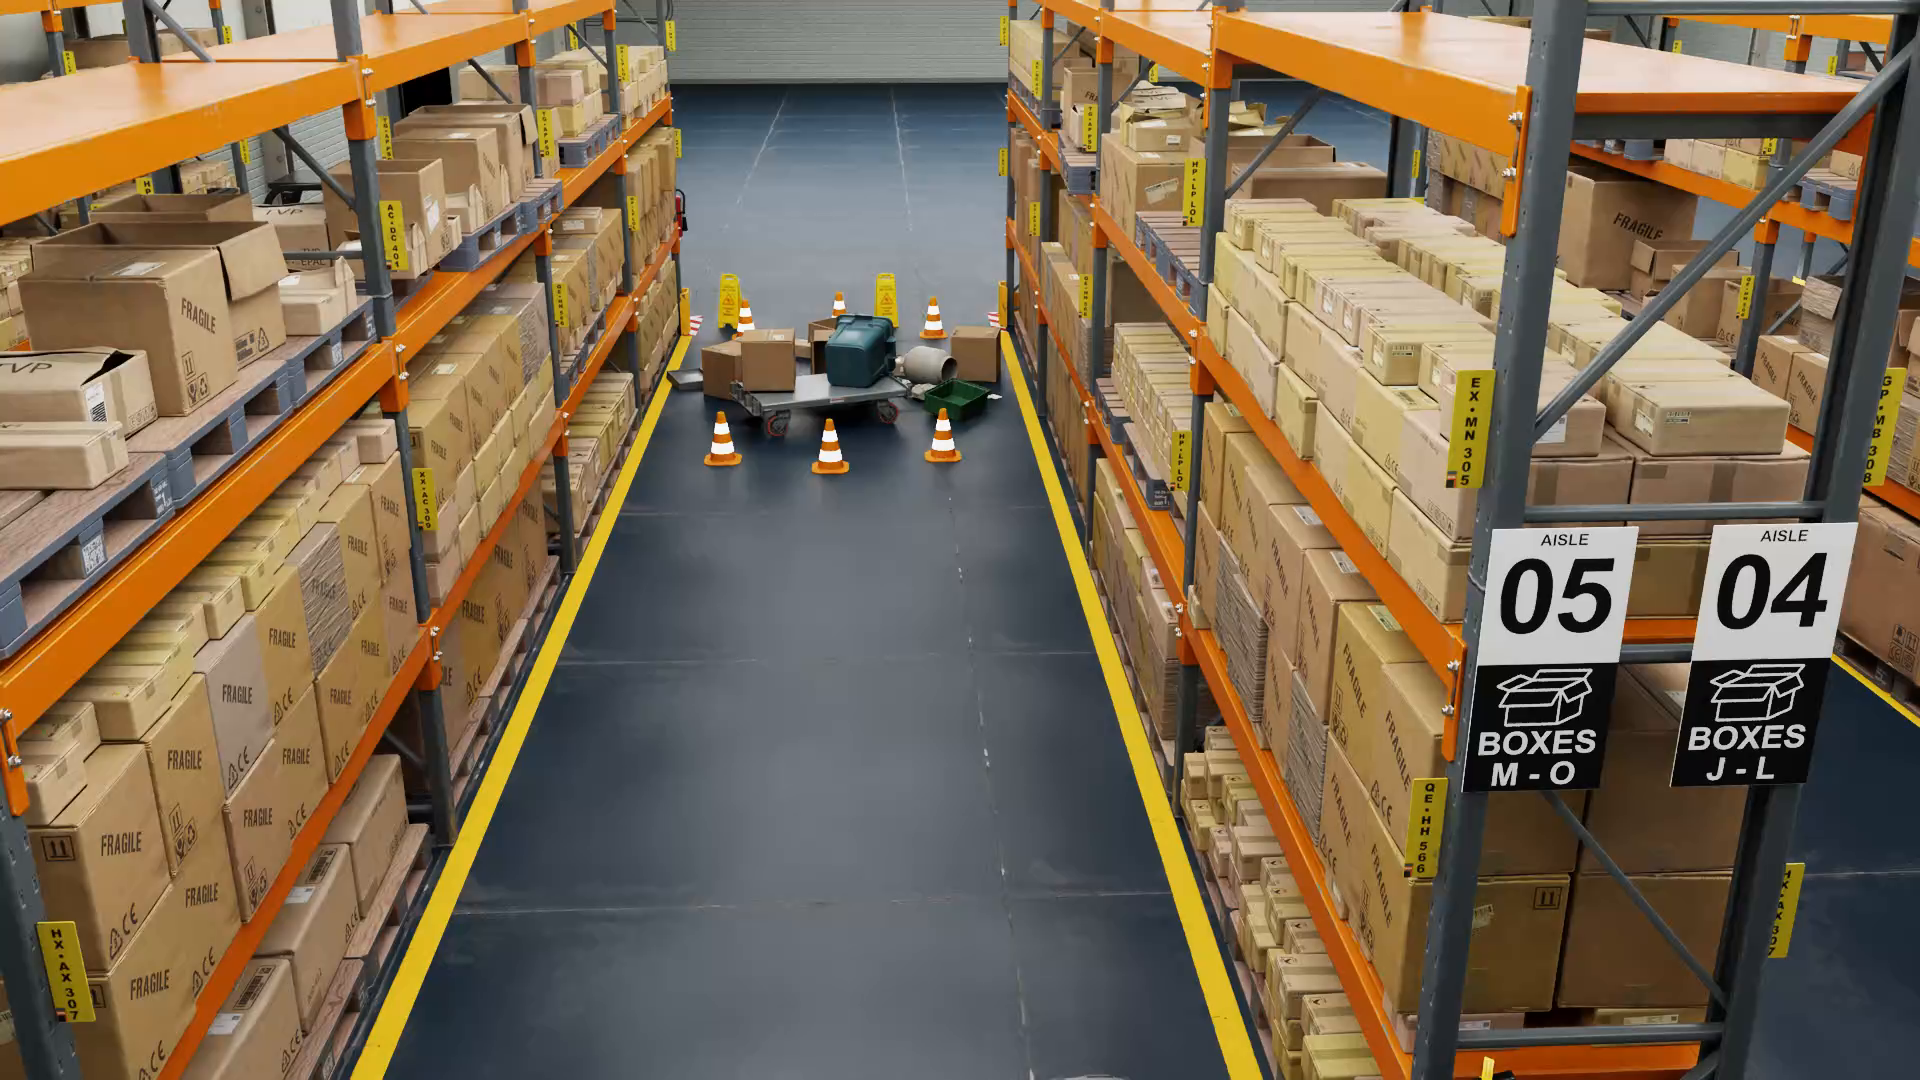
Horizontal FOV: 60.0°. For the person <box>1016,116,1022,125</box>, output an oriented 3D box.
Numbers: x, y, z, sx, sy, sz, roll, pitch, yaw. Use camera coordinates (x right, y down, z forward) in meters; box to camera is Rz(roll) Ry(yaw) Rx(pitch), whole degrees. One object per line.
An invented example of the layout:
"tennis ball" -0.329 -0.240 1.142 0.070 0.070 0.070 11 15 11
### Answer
"person" -1.019 -0.712 9.574 7.140 2.342 21.391 -3 21 -8
